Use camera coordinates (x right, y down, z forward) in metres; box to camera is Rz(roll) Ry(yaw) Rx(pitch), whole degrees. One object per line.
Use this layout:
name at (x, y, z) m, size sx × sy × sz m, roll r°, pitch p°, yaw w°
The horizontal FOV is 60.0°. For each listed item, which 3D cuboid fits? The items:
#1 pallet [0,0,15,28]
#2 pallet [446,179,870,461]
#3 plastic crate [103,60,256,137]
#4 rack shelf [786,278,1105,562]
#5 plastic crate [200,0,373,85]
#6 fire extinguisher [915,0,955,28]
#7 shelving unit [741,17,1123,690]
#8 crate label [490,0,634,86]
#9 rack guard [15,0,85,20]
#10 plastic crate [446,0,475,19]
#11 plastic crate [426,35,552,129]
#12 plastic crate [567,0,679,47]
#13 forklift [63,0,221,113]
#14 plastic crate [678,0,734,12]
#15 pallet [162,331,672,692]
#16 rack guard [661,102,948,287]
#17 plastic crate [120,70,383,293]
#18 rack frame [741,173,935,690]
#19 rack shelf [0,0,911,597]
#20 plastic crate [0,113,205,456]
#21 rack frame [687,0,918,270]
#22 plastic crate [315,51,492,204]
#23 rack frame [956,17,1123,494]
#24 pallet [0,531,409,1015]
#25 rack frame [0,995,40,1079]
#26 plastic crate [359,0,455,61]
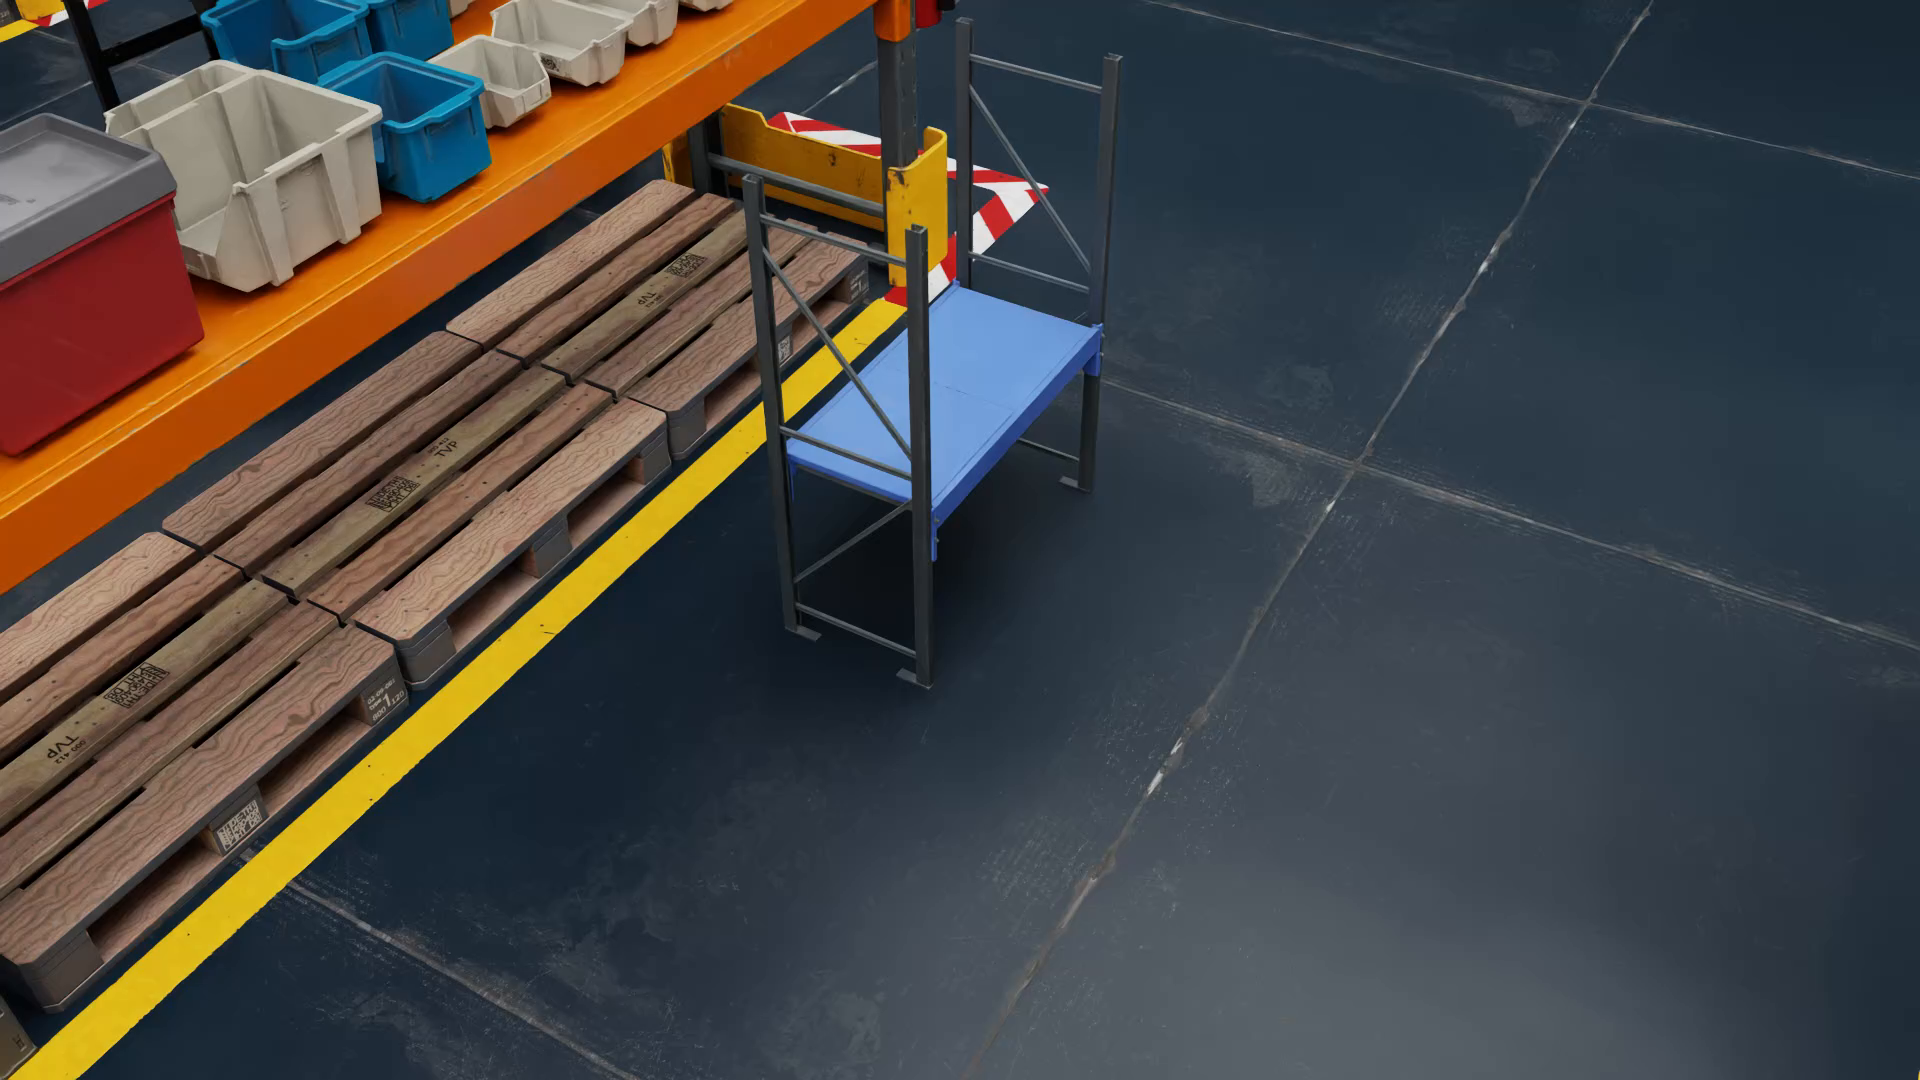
pallet at (-5.340, -2.442, 7.863) m, size 1.003 × 0.211 × 1.213 m, roll 21°, pitch 45°, yaw 22°
pallet at (-1.063, -0.843, 6.047) m, size 1.003 × 0.211 × 1.213 m, roll 21°, pitch 45°, yaw 22°
plastic crate at (-2.007, -1.079, 4.359) m, size 0.293 × 0.136 × 0.466 m, roll 21°, pitch 45°, yaw 22°
rack shelf at (-0.043, -0.379, 4.818) m, size 0.538 × 0.185 × 1.000 m, roll 21°, pitch 45°, yaw 22°
plastic crate at (-1.835, -1.350, 4.595) m, size 0.416 × 0.233 × 0.300 m, roll 21°, pitch 45°, yaw 22°
fire extinguisher at (-0.148, -2.115, 5.723) m, size 0.296 × 0.674 × 0.183 m, roll 21°, pitch 45°, yaw 22°
shelving unit at (-0.043, -0.514, 4.699) m, size 0.538 × 1.500 × 1.048 m, roll 21°, pitch 45°, yaw 22°
crate label at (-1.144, -1.417, 4.743) m, size 0.396 × 0.136 × 0.243 m, roll 21°, pitch 45°, yaw 22°
rack guard at (-4.942, -3.007, 8.286) m, size 1.175 × 0.500 × 0.348 m, roll 21°, pitch 45°, yaw 22°
plastic crate at (-1.597, -1.695, 5.059) m, size 0.250 × 0.136 × 0.298 m, roll 21°, pitch 45°, yaw 22°
plastic crate at (-1.276, -1.241, 4.544) m, size 0.298 × 0.136 × 0.250 m, roll 21°, pitch 45°, yaw 22°
plastic crate at (-1.026, -1.584, 4.933) m, size 0.396 × 0.136 × 0.243 m, roll 21°, pitch 45°, yaw 22°
forklift at (-2.618, -2.243, 5.579) m, size 1.130 × 2.935 × 3.031 m, roll 25°, pitch 47°, yaw 26°
plastic crate at (-0.868, -1.745, 5.116) m, size 0.396 × 0.136 × 0.243 m, roll 21°, pitch 45°, yaw 22°
pallet at (-1.675, -0.147, 5.257) m, size 1.003 × 0.211 × 1.213 m, roll 21°, pitch 45°, yaw 22°
rack guard at (-0.616, -1.428, 6.493) m, size 1.175 × 0.500 × 0.348 m, roll 21°, pitch 45°, yaw 22°
plastic crate at (-1.695, -0.850, 3.990) m, size 0.437 × 0.282 × 0.530 m, roll 21°, pitch 45°, yaw 22°
rack frame at (-0.297, -0.223, 4.369) m, size 0.500 × 1.500 × 0.032 m, roll 21°, pitch 45°, yaw 22°
rack shelf at (-1.618, -0.934, 4.585) m, size 1.077 × 0.370 × 4.000 m, roll 21°, pitch 45°, yaw 22°
plastic crate at (-1.955, -0.534, 3.493) m, size 0.402 × 0.464 × 0.583 m, roll 21°, pitch 45°, yaw 22°
rack frame at (-0.617, -2.348, 5.647) m, size 1.000 × 3.000 × 0.127 m, roll 21°, pitch 45°, yaw 22°
plastic crate at (-1.423, -1.048, 4.252) m, size 0.416 × 0.233 × 0.300 m, roll 21°, pitch 45°, yaw 22°
rack frame at (0.212, -0.805, 5.029) m, size 0.500 × 1.500 × 0.032 m, roll 21°, pitch 45°, yaw 22°
pallet at (-2.284, 0.554, 4.462) m, size 1.003 × 0.211 × 1.213 m, roll 21°, pitch 45°, yaw 22°
rack frame at (-2.619, -0.059, 3.048) m, size 1.000 × 3.000 × 0.127 m, roll 21°, pitch 45°, yaw 22°
plastic crate at (-1.684, -1.522, 4.790) m, size 0.416 × 0.233 × 0.300 m, roll 21°, pitch 45°, yaw 22°
